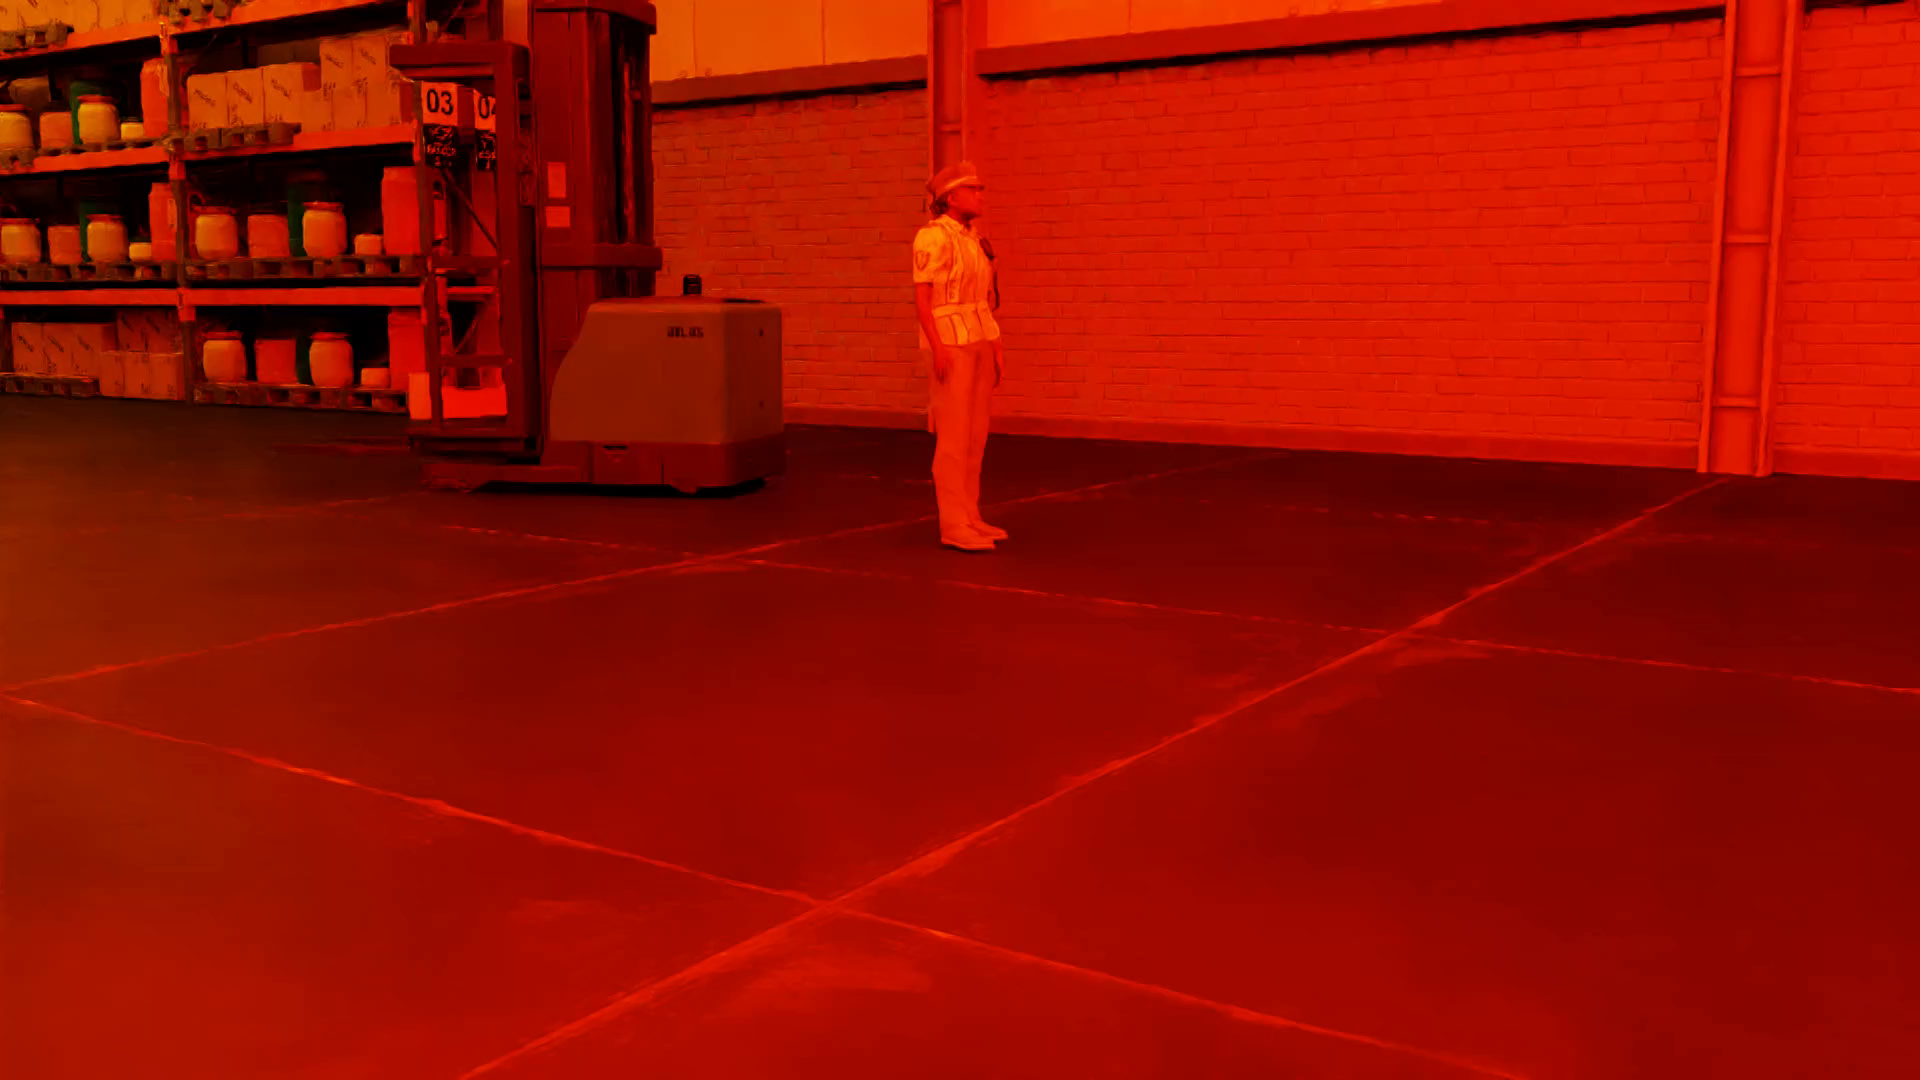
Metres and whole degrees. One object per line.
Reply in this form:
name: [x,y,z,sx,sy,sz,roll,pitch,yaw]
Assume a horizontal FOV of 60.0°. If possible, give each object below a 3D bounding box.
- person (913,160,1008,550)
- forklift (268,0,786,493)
person: [0.051,-0.838,7.426,0.529,1.695,0.570,5,10,34]
forklift: [-2.626,-1.795,9.817,3.031,2.935,1.130,2,8,14]
